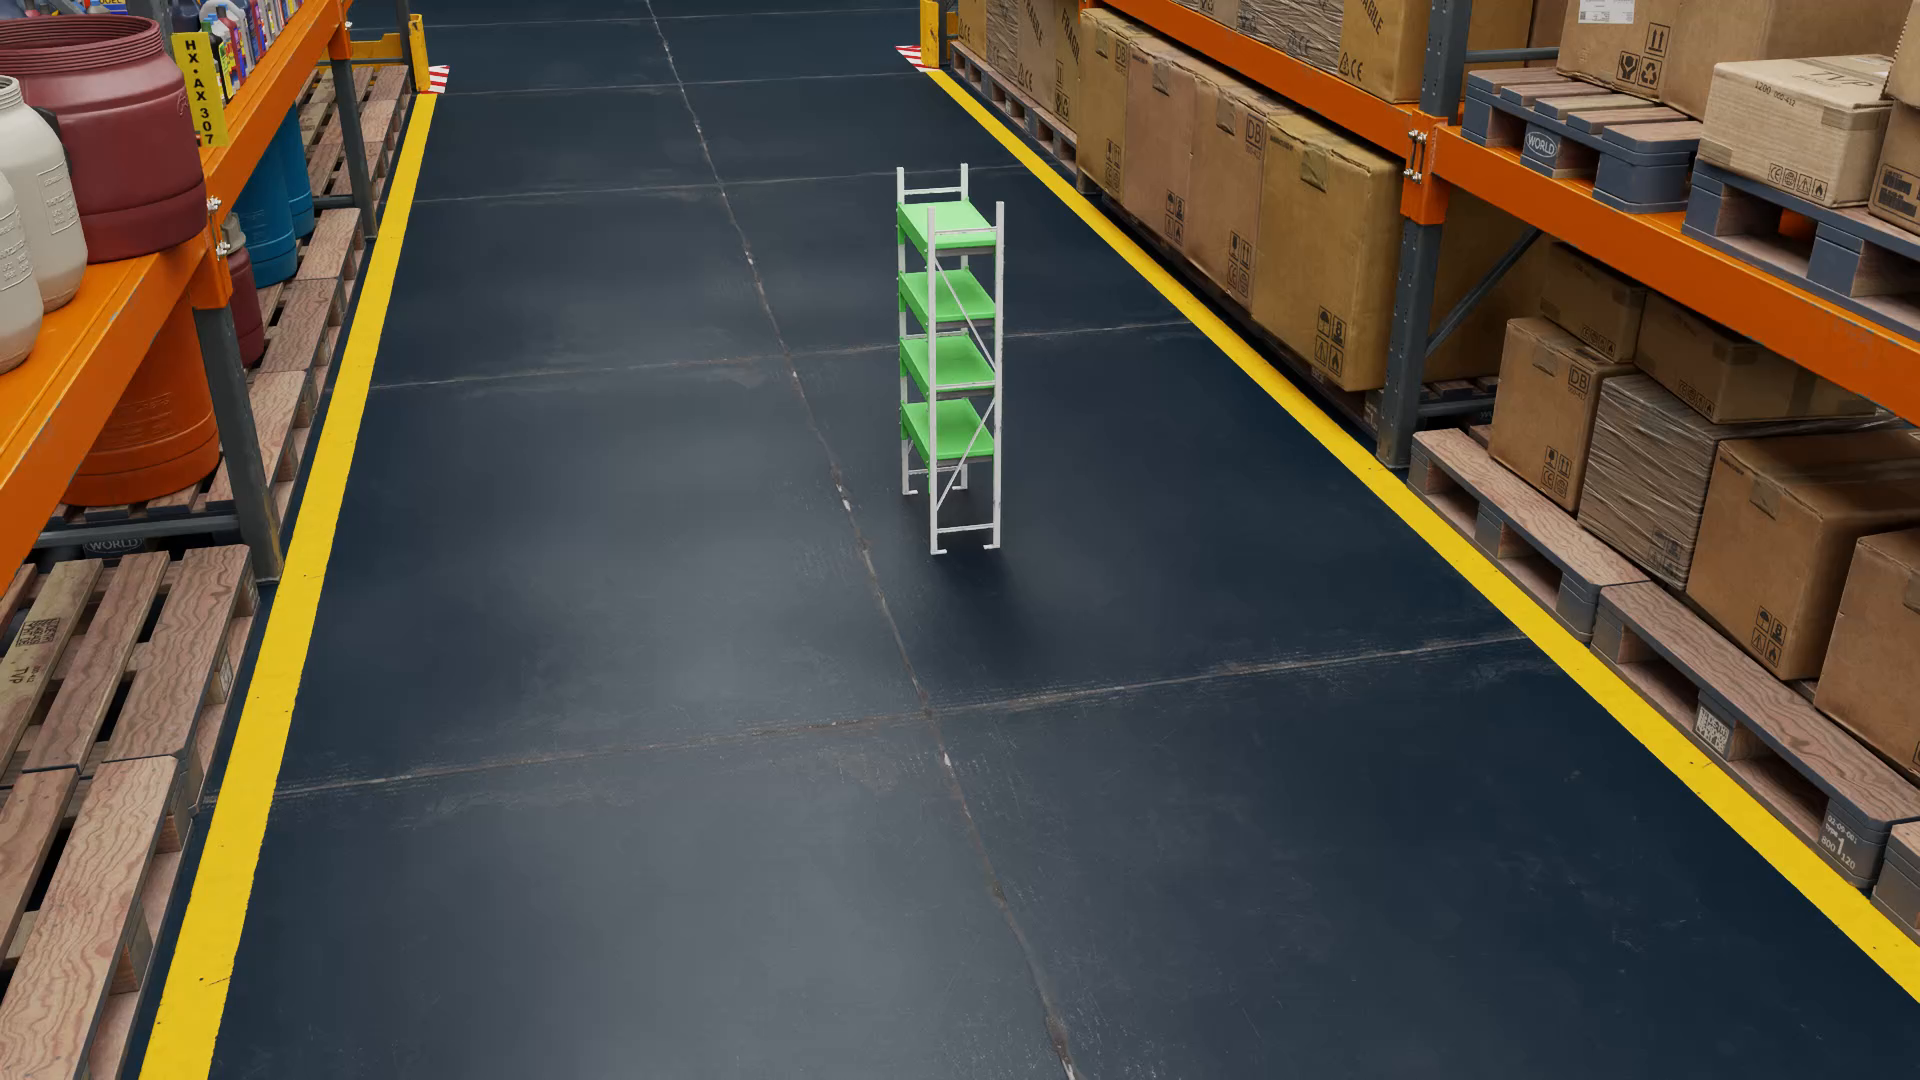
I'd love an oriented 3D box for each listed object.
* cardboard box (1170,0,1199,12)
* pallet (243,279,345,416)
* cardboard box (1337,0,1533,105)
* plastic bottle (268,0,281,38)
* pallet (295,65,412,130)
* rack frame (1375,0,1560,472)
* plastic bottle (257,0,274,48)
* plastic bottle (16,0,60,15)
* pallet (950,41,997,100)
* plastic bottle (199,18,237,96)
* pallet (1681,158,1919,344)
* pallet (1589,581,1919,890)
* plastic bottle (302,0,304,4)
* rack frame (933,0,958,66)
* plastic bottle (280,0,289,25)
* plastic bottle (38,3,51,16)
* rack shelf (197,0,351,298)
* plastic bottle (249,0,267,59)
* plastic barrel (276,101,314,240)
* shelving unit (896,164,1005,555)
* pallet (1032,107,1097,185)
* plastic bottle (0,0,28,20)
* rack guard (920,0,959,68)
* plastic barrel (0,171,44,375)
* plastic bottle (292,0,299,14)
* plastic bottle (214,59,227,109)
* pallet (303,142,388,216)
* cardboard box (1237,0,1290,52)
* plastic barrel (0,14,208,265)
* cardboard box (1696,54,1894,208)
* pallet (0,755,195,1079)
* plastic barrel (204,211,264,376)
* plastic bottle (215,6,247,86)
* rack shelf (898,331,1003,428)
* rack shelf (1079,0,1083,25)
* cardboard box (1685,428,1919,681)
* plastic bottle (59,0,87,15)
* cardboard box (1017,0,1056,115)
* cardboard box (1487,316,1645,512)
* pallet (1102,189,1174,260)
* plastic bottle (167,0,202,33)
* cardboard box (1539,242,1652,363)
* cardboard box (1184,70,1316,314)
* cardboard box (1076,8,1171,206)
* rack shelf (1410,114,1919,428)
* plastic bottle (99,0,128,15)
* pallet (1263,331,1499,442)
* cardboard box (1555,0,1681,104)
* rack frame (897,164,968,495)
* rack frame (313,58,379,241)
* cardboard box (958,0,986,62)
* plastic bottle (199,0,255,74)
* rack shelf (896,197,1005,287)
[{"bbox_3d":[1.275,-2.808,7.872,0.500,0.500,0.500,-7,28,-13],"label":"cardboard box"},{"bbox_3d":[-3.226,-0.803,7.107,1.003,0.211,1.213,-6,27,-12],"label":"pallet"},{"bbox_3d":[1.737,-1.911,6.096,0.500,0.500,0.500,-5,27,-10],"label":"cardboard box"},{"bbox_3d":[-3.008,-2.291,7.098,0.152,0.276,0.135,-6,27,-12],"label":"plastic bottle"},{"bbox_3d":[-4.391,-3.073,11.604,1.003,0.211,1.213,-6,27,-12],"label":"pallet"},{"bbox_3d":[2.089,-1.675,5.739,1.000,3.000,0.127,-6,27,-12],"label":"rack frame"},{"bbox_3d":[-2.955,-2.189,6.896,0.152,0.276,0.135,-6,27,-12],"label":"plastic bottle"},{"bbox_3d":[-3.568,-1.999,6.437,0.144,0.351,0.185,-6,27,-12],"label":"plastic bottle"},{"bbox_3d":[0.543,-3.599,12.646,1.003,0.211,1.213,-6,27,-12],"label":"pallet"},{"bbox_3d":[-2.705,-1.754,6.038,0.097,0.271,0.097,0,27,0],"label":"plastic bottle"},{"bbox_3d":[2.575,-0.724,4.068,1.003,0.211,1.213,-6,27,-12],"label":"pallet"},{"bbox_3d":[2.536,0.448,4.628,1.003,0.211,1.213,-6,27,-12],"label":"pallet"},{"bbox_3d":[-3.181,-2.651,7.893,0.097,0.201,0.097,0,27,0],"label":"plastic bottle"},{"bbox_3d":[0.287,-5.187,12.697,1.000,3.000,0.127,-6,27,-12],"label":"rack frame"},{"bbox_3d":[-3.070,-2.454,7.338,0.144,0.351,0.185,-6,27,-12],"label":"plastic bottle"},{"bbox_3d":[-3.402,-1.851,6.218,0.061,0.283,0.133,-6,27,-12],"label":"plastic bottle"},{"bbox_3d":[-3.187,-1.728,6.644,1.077,0.370,4.000,-6,27,-12],"label":"rack shelf"},{"bbox_3d":[-2.859,-2.096,6.703,0.061,0.283,0.133,-6,27,-12],"label":"plastic bottle"},{"bbox_3d":[-3.532,-1.938,8.123,0.600,0.901,0.708,-6,27,-12],"label":"plastic barrel"},{"bbox_3d":[-0.037,-0.608,5.624,0.258,1.200,0.503,-6,27,-12],"label":"shelving unit"},{"bbox_3d":[1.093,-2.527,10.523,1.003,0.211,1.213,-6,27,-12],"label":"pallet"},{"bbox_3d":[-3.496,-1.860,6.160,0.144,0.351,0.185,-6,27,-12],"label":"plastic bottle"},{"bbox_3d":[0.281,-4.081,13.281,1.175,0.500,0.348,-6,27,-12],"label":"rack guard"},{"bbox_3d":[-2.201,-0.607,3.499,0.421,0.512,0.421,0,27,0],"label":"plastic barrel"},{"bbox_3d":[-3.152,-2.572,7.654,0.152,0.276,0.135,-6,27,-12],"label":"plastic bottle"},{"bbox_3d":[-2.653,-1.621,5.853,0.097,0.201,0.097,0,27,0],"label":"plastic bottle"},{"bbox_3d":[-3.841,-2.002,9.481,1.003,0.211,1.213,-6,27,-12],"label":"pallet"},{"bbox_3d":[1.510,-2.358,6.981,0.500,0.500,0.500,-7,28,-13],"label":"cardboard box"},{"bbox_3d":[-2.336,-1.059,4.369,0.600,0.536,0.708,-6,27,-12],"label":"plastic barrel"},{"bbox_3d":[2.243,-1.036,4.174,0.500,0.250,0.500,-7,28,-13],"label":"cardboard box"},{"bbox_3d":[-2.328,0.952,3.630,1.003,0.211,1.213,-6,27,-12],"label":"pallet"},{"bbox_3d":[-3.118,-0.991,6.595,0.600,0.588,0.708,-6,27,-12],"label":"plastic barrel"},{"bbox_3d":[-2.735,-1.854,6.224,0.061,0.283,0.133,-6,27,-12],"label":"plastic bottle"},{"bbox_3d":[-0.037,-0.551,5.652,0.258,0.148,0.480,-6,27,-12],"label":"rack shelf"},{"bbox_3d":[0.737,-3.987,11.119,1.077,0.370,4.000,-6,27,-12],"label":"rack shelf"},{"bbox_3d":[2.532,0.027,4.653,0.700,0.500,0.500,-4,27,-7],"label":"cardboard box"},{"bbox_3d":[-3.460,-1.995,6.517,0.097,0.271,0.097,0,27,0],"label":"plastic bottle"},{"bbox_3d":[0.914,-3.362,10.975,0.875,0.875,0.875,-6,27,-12],"label":"cardboard box"},{"bbox_3d":[2.260,-0.463,5.624,0.700,0.500,0.500,-7,28,-14],"label":"cardboard box"},{"bbox_3d":[1.435,-1.855,9.190,1.003,0.211,1.213,-6,27,-12],"label":"pallet"},{"bbox_3d":[-2.981,-1.977,6.393,0.144,0.351,0.185,-6,27,-12],"label":"plastic bottle"},{"bbox_3d":[2.270,-0.799,5.457,0.500,0.250,0.500,-5,27,-9],"label":"cardboard box"},{"bbox_3d":[1.761,-1.611,7.504,1.225,0.875,0.875,-6,27,-11],"label":"cardboard box"},{"bbox_3d":[1.352,-2.391,9.049,1.225,0.875,0.875,-6,27,-11],"label":"cardboard box"},{"bbox_3d":[2.540,-0.475,4.161,1.077,0.370,4.000,-6,27,-12],"label":"rack shelf"},{"bbox_3d":[-3.548,-2.239,6.995,0.152,0.276,0.135,-6,27,-12],"label":"plastic bottle"},{"bbox_3d":[1.985,-0.783,7.068,1.003,0.211,1.213,-6,27,-12],"label":"pallet"},{"bbox_3d":[2.250,-1.674,5.160,0.500,0.500,0.500,-9,28,-18],"label":"cardboard box"},{"bbox_3d":[-0.092,-0.715,5.836,0.240,1.200,0.015,-6,27,-12],"label":"rack frame"},{"bbox_3d":[-3.638,-2.928,8.221,1.000,3.000,0.127,-6,27,-12],"label":"rack frame"},{"bbox_3d":[0.509,-4.153,12.540,0.875,0.875,0.875,-6,27,-12],"label":"cardboard box"},{"bbox_3d":[-2.831,-1.948,6.418,0.152,0.276,0.135,-6,27,-12],"label":"plastic bottle"},{"bbox_3d":[-0.037,-0.980,5.436,0.258,0.148,0.480,-6,27,-12],"label":"rack shelf"}]
